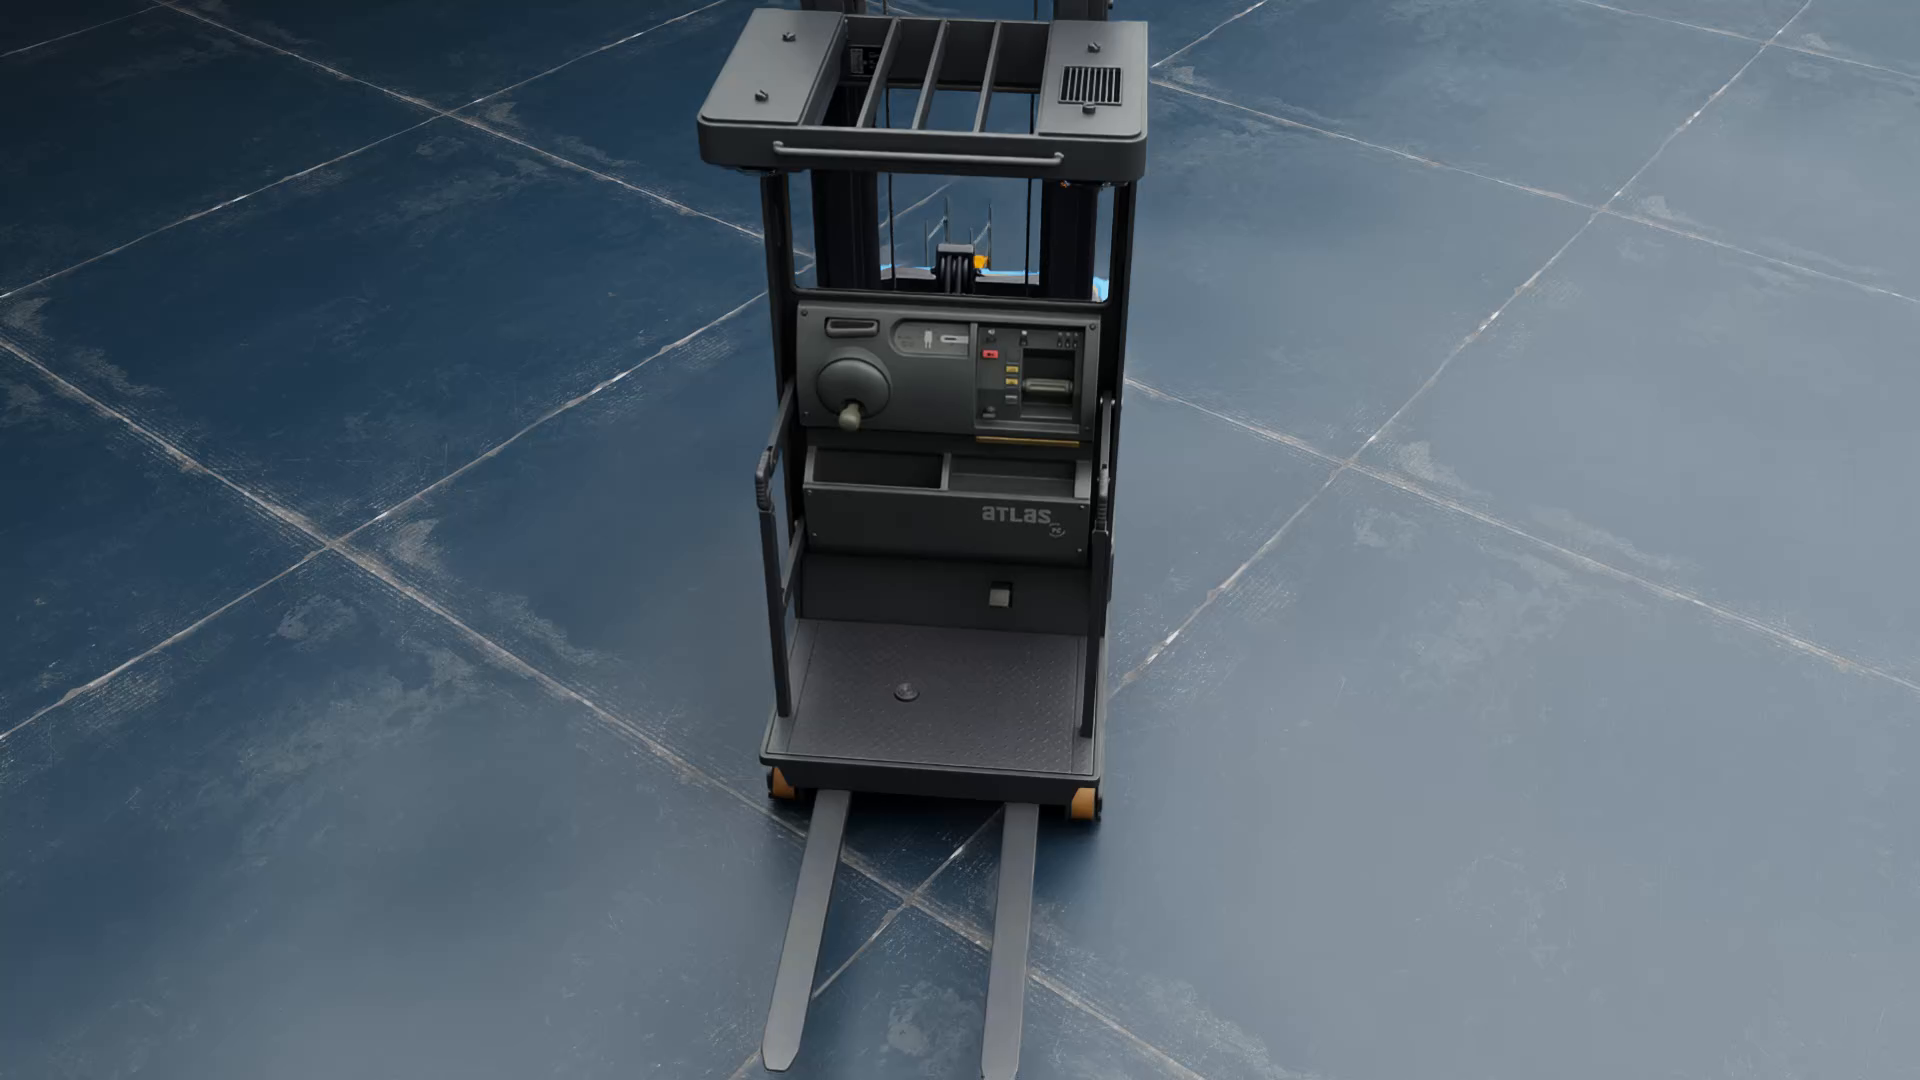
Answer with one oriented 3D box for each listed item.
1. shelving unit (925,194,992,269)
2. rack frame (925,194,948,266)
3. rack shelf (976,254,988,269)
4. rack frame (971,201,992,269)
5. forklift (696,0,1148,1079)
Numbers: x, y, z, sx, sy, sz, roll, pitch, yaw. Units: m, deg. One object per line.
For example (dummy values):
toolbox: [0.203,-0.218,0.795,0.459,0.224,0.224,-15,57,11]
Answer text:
shelving unit: [-0.005,-0.799,6.797,0.189,1.200,0.258,12,40,15]
rack frame: [-0.091,-0.818,6.821,0.006,1.200,0.240,12,40,15]
rack shelf: [-0.004,-1.048,6.603,0.180,0.103,0.258,12,40,15]
rack frame: [0.082,-0.781,6.774,0.006,1.200,0.240,12,40,15]
forklift: [-0.057,-0.442,4.937,1.130,2.935,3.031,3,38,4]
